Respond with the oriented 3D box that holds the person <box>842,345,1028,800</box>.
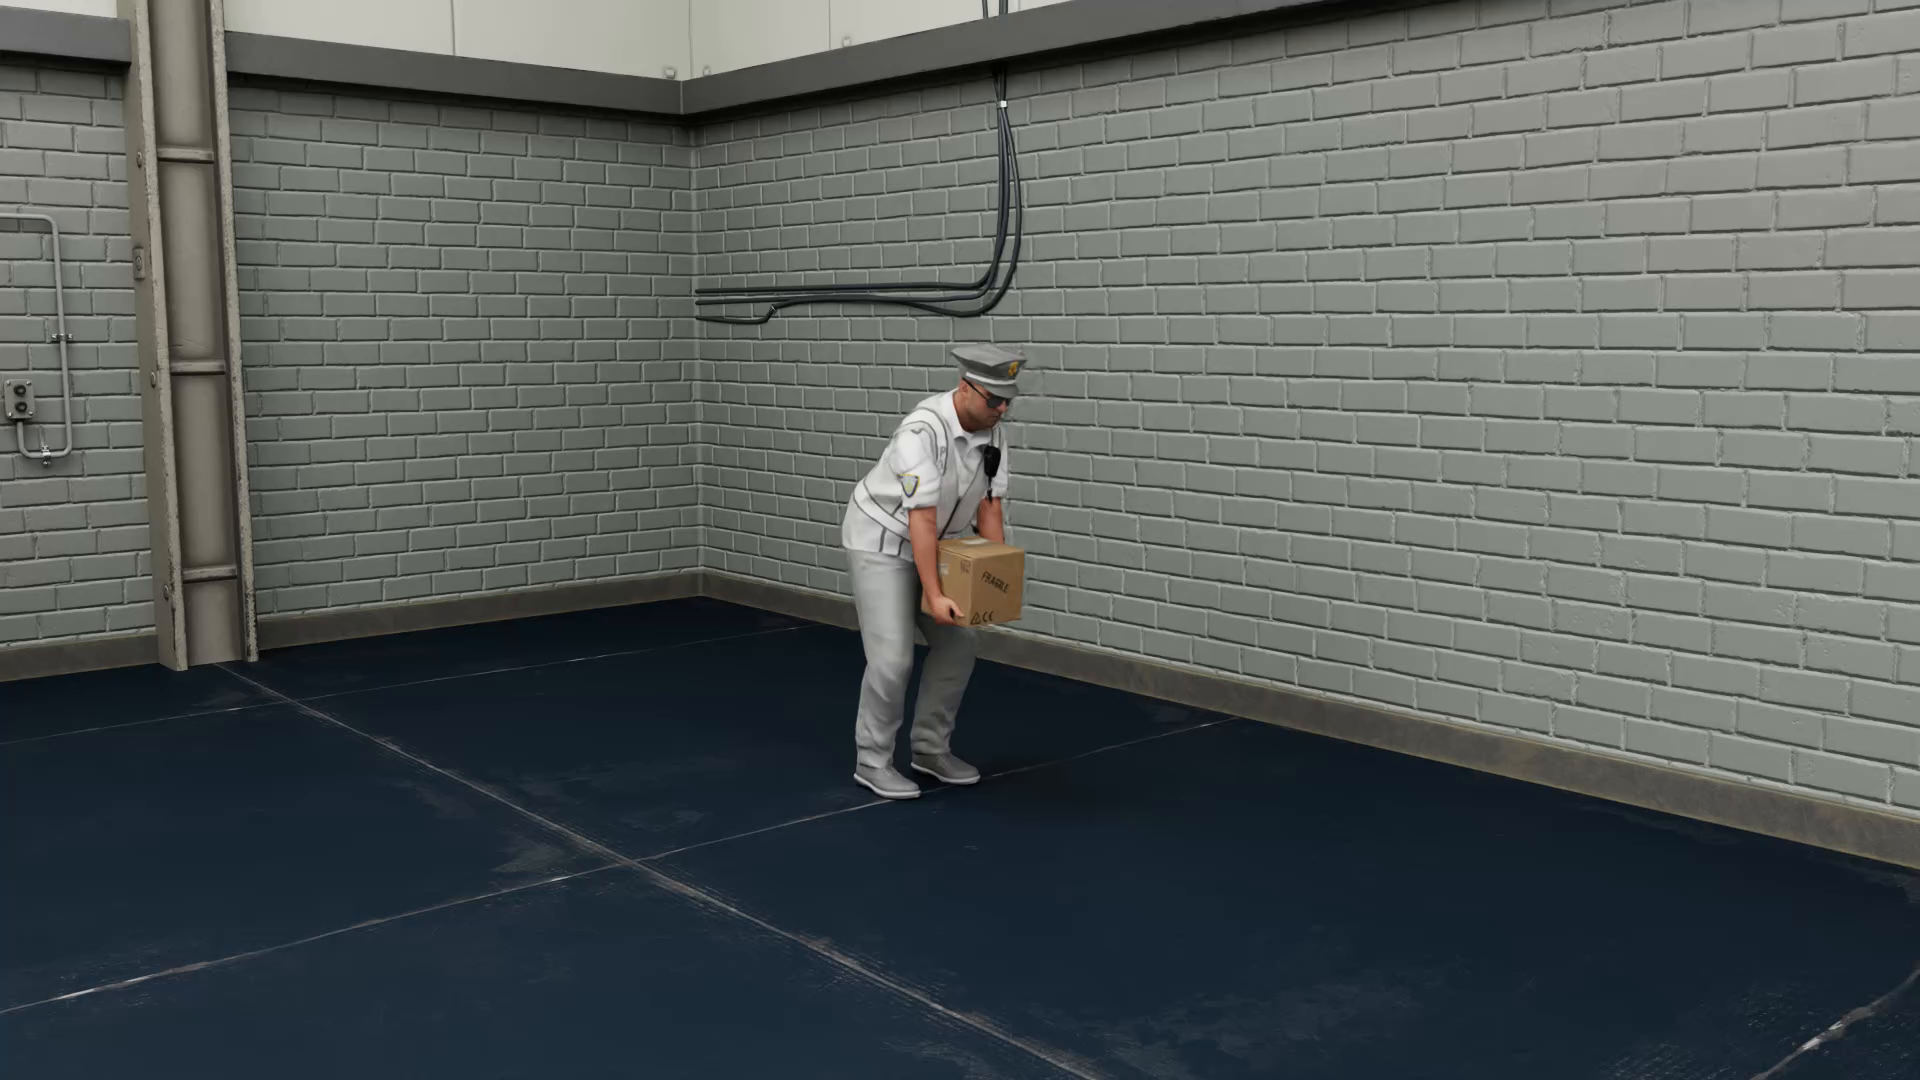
[{"bbox_3d":[-0.079,0.113,5.949,0.486,1.614,0.748,-7,10,-42],"label":"person"}]
